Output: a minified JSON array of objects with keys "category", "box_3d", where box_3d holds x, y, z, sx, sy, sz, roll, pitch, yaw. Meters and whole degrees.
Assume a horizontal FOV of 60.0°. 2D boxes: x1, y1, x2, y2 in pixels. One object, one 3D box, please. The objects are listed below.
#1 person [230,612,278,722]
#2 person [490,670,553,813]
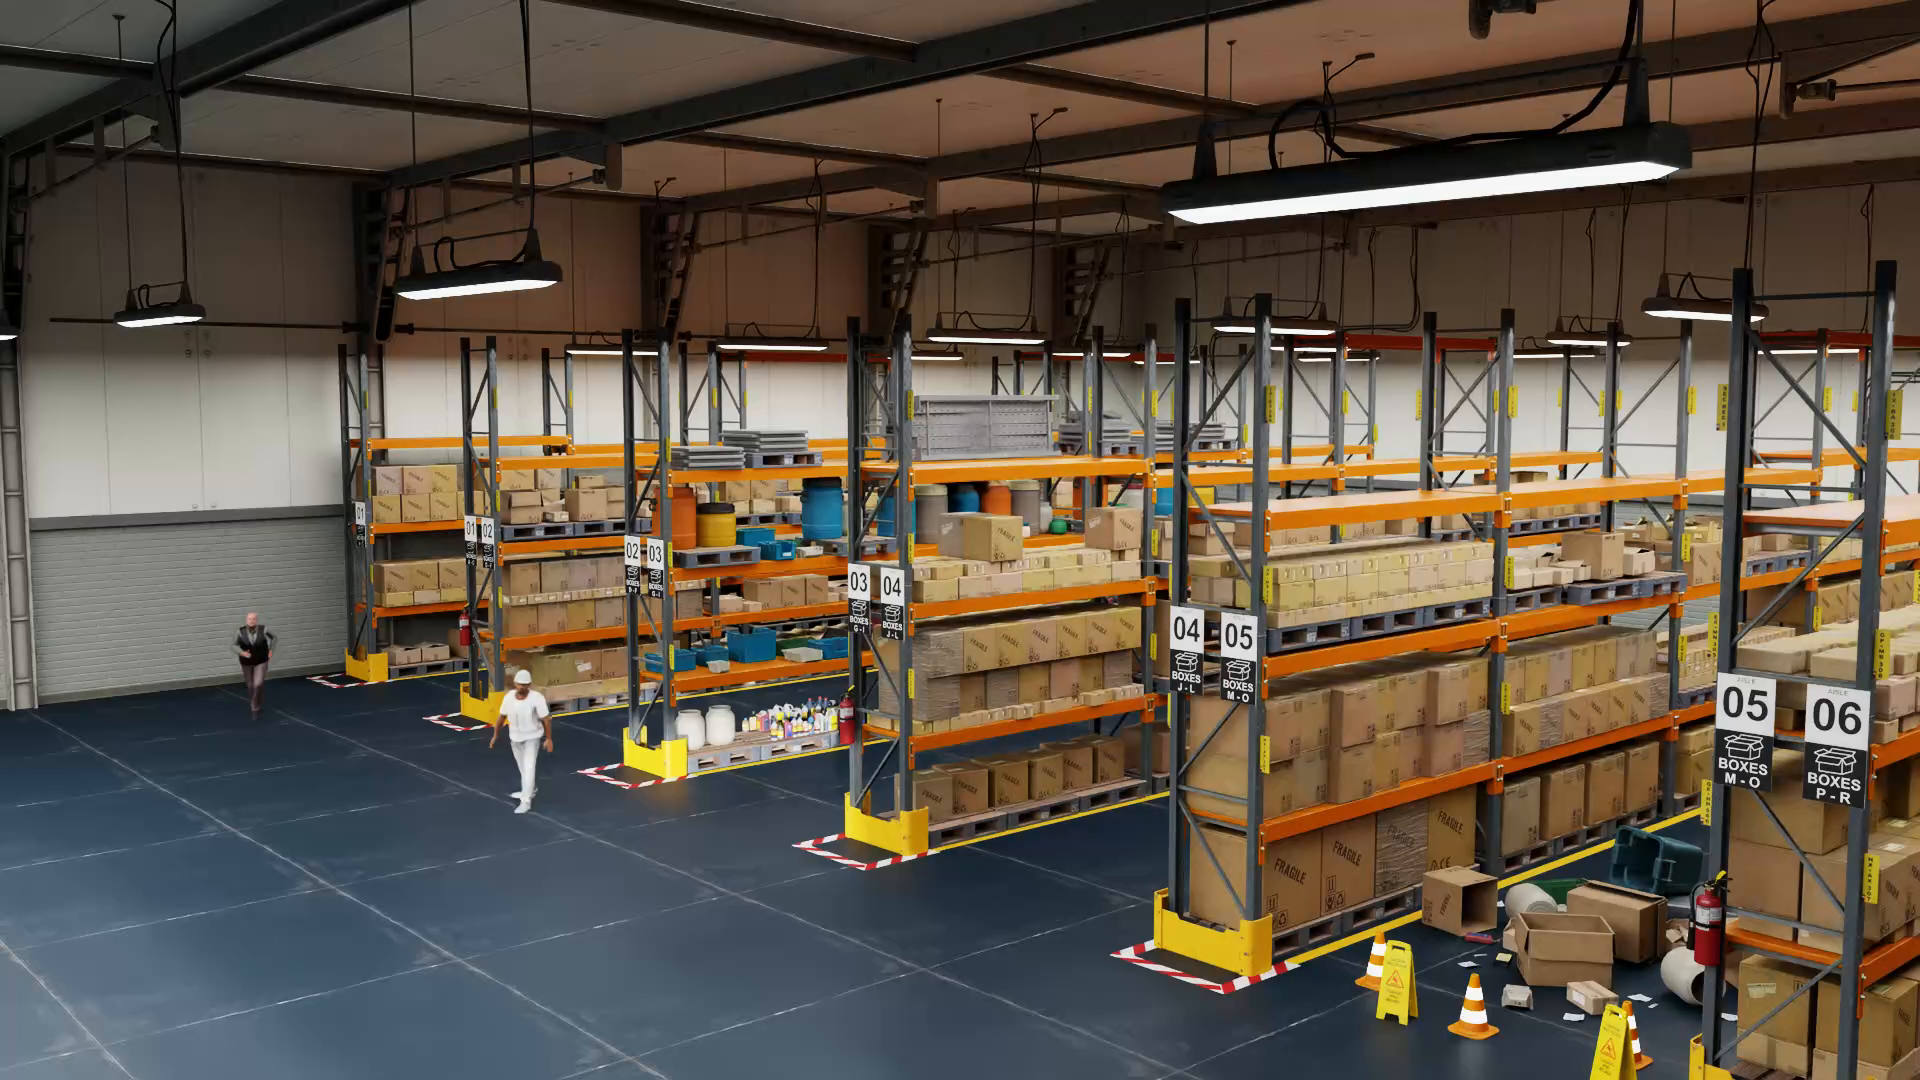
[{"category":"person","box_3d":[-11.173,1.980,26.369,0.673,1.732,0.903,-1,5,-16]},{"category":"person","box_3d":[-5.427,2.453,20.636,0.715,1.716,0.895,1,5,16]}]
